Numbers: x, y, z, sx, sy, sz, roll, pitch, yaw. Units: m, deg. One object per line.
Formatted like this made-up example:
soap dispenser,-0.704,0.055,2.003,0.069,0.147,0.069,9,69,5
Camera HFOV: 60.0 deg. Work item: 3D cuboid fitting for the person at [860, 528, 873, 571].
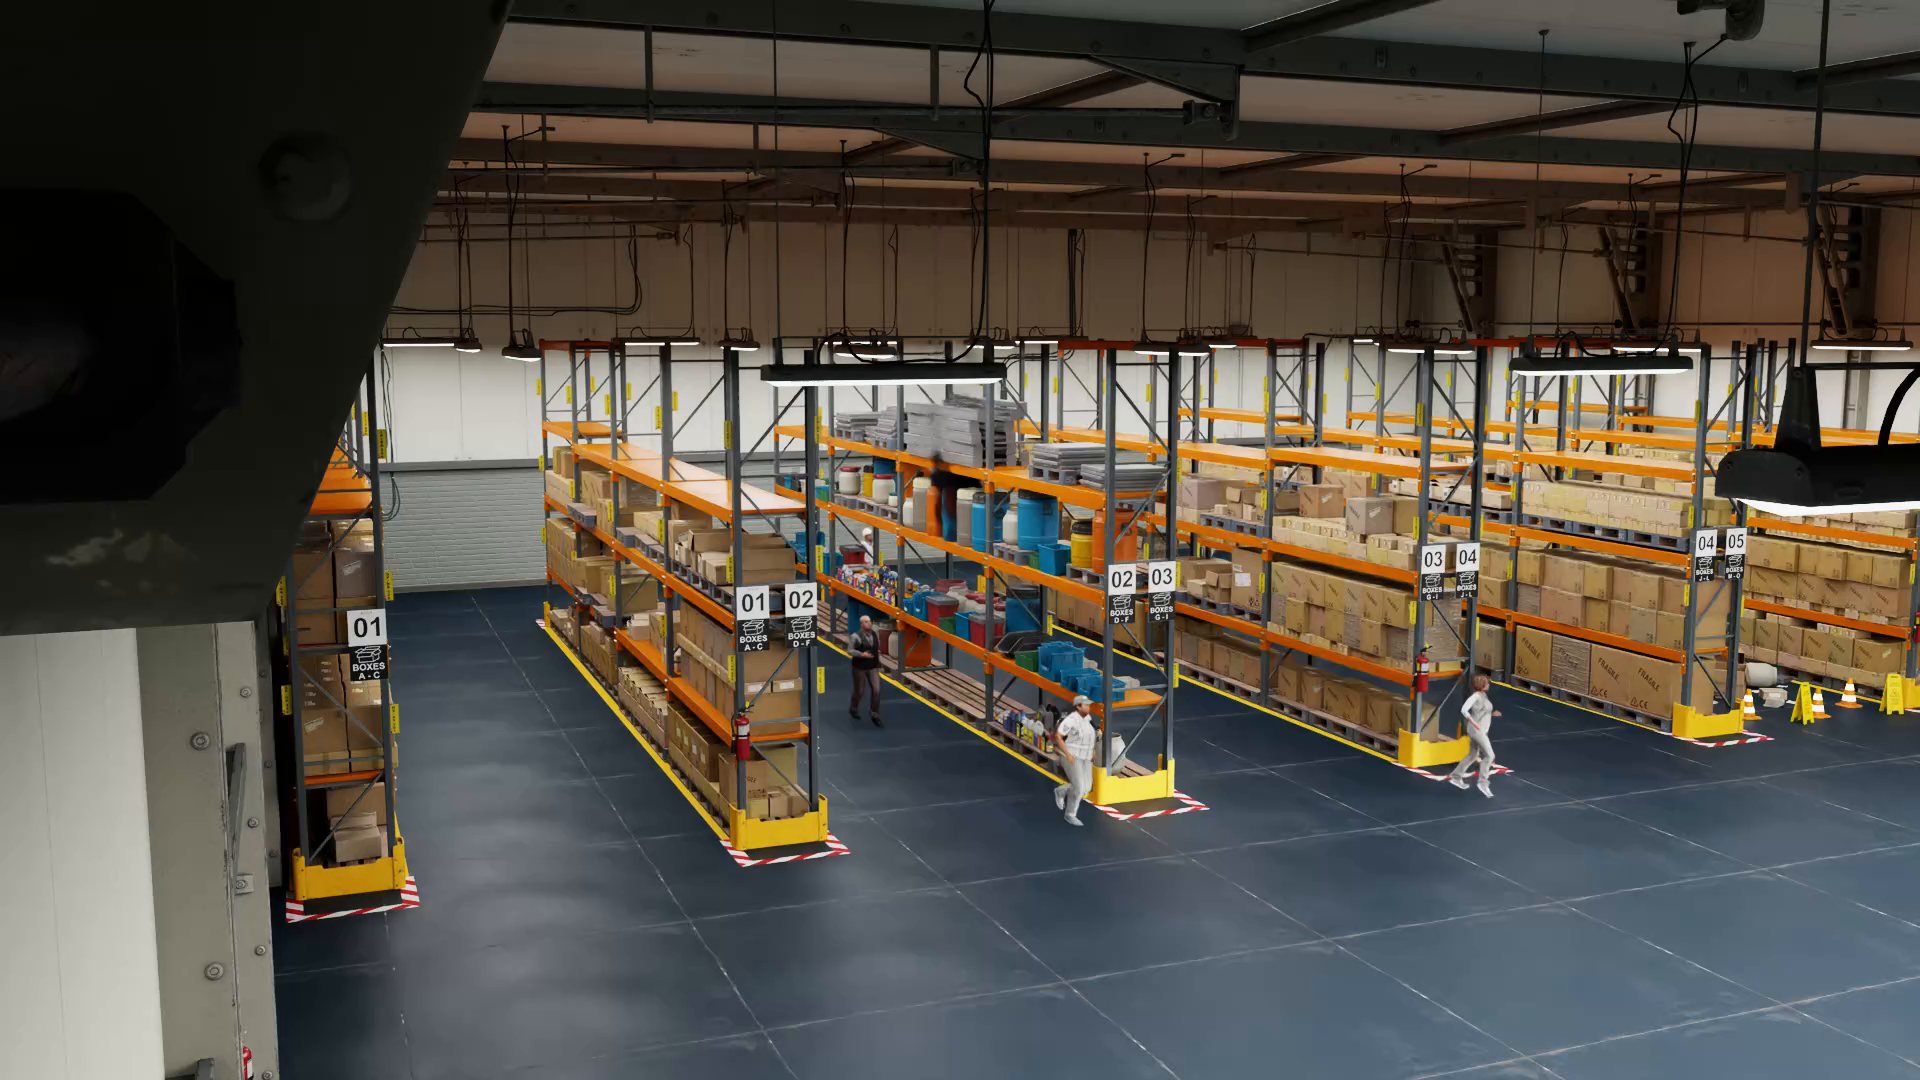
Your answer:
person,-2.096,0.580,37.673,0.917,1.738,0.681,3,8,24

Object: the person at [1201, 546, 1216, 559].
person,6.287,0.100,41.528,0.768,1.751,0.756,4,9,30

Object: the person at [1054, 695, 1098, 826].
person,1.476,2.793,21.319,0.575,1.631,0.647,7,10,44

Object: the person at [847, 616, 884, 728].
person,-1.522,2.065,26.328,0.640,1.768,0.791,-4,9,-31

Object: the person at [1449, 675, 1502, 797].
person,6.979,2.637,22.488,0.646,1.648,0.533,3,8,19
